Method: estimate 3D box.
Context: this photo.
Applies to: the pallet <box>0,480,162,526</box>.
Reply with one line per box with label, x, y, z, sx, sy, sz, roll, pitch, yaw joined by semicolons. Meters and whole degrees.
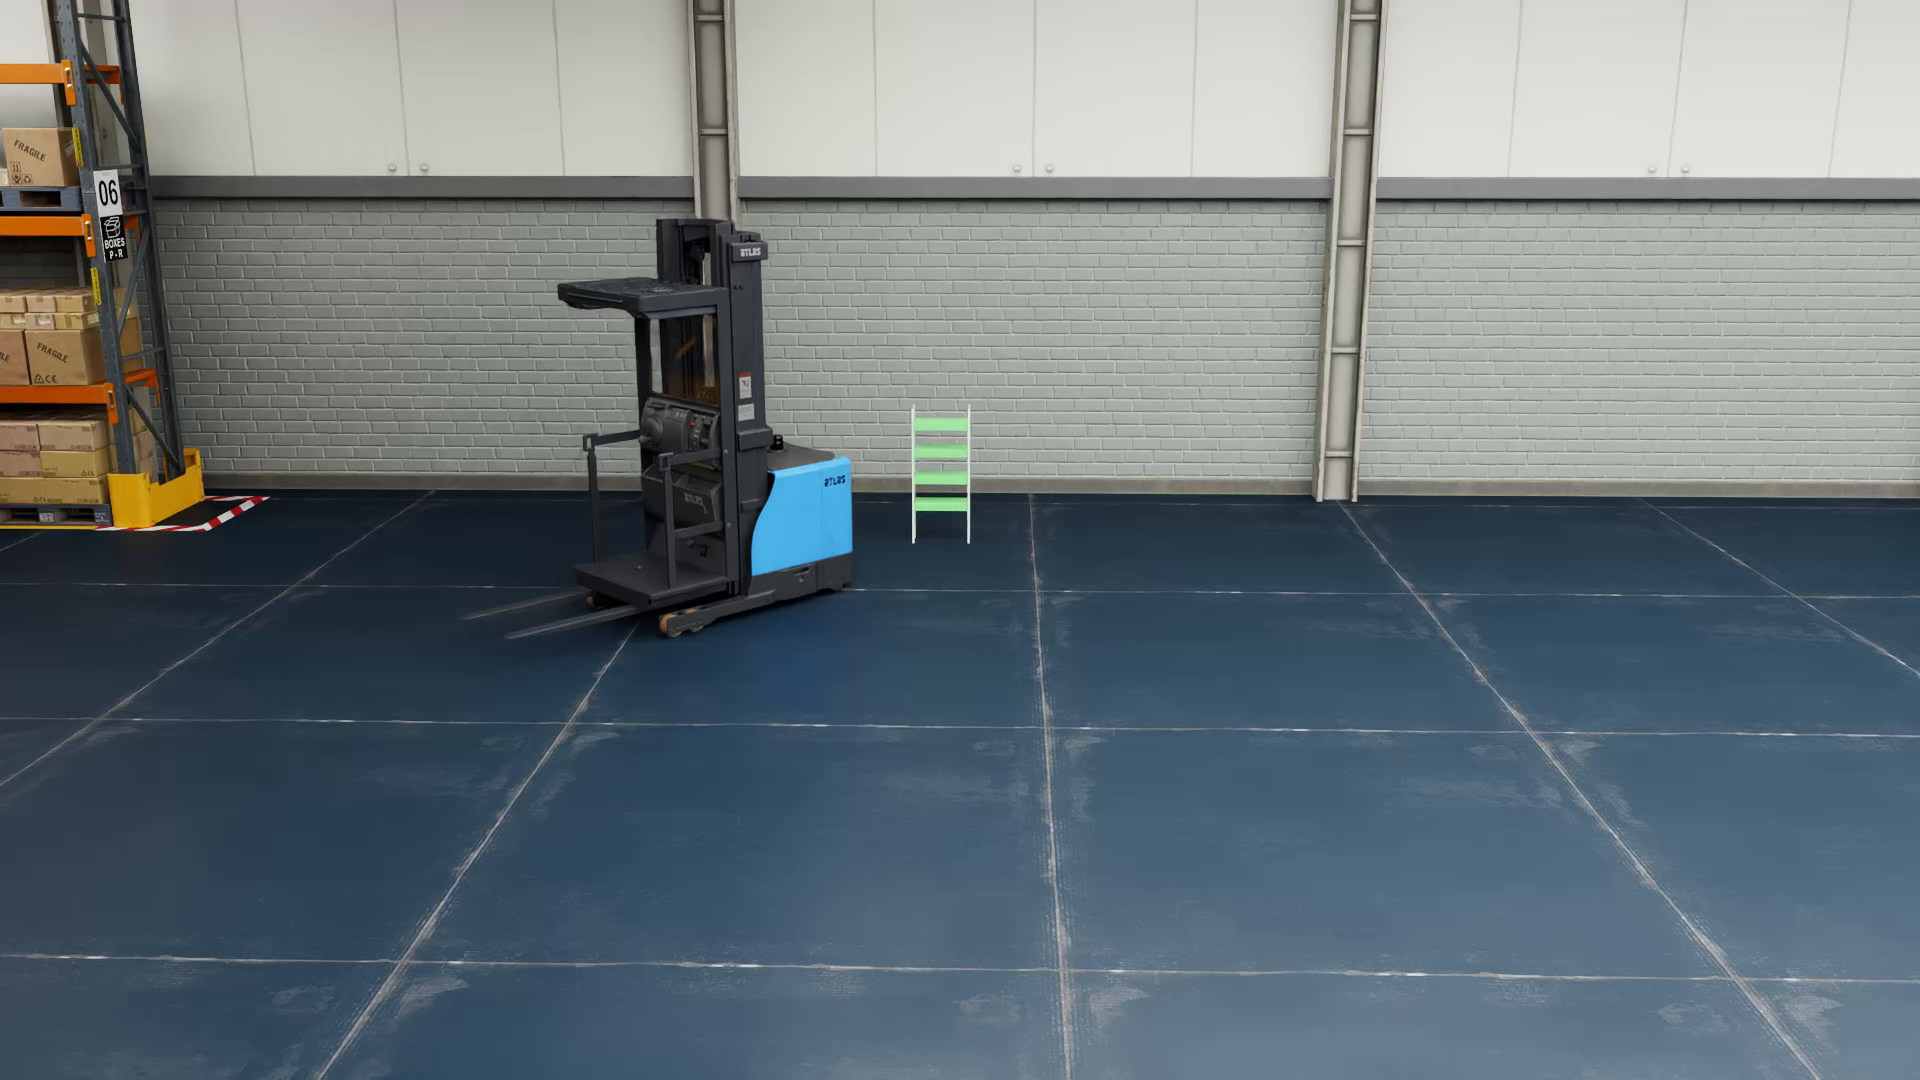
pallet;-8.396;-0.358;15.782;1.213;0.211;1.003;0;15;1

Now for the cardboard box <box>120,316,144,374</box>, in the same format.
cardboard box;-8.118;-1.834;15.715;0.500;0.500;0.500;1;15;3

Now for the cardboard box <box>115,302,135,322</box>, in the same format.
cardboard box;-7.963;-2.142;15.611;0.250;0.149;0.380;0;15;0

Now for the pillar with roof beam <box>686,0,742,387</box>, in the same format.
pillar with roof beam;-2.415;-3.710;11.261;0.400;9.000;9.100;0;15;1

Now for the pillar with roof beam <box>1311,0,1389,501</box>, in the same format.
pillar with roof beam;3.583;-3.671;11.113;0.400;9.000;9.100;0;15;1

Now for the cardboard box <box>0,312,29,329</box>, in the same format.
cardboard box;-8.498;-2.016;15.133;0.250;0.149;0.380;1;15;2

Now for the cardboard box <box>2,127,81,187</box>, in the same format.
cardboard box;-8.079;-3.402;14.761;0.500;0.500;0.500;1;15;3

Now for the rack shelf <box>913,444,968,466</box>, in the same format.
rack shelf;-0.165;-0.752;14.646;0.480;0.148;0.258;0;15;1

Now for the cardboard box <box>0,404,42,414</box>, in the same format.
cardboard box;-9.105;-1.128;15.843;0.500;0.250;0.500;0;15;1

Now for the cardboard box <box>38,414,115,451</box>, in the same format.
cardboard box;-8.099;-0.992;15.327;0.500;0.250;0.500;1;15;3

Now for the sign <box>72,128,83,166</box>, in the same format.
sign;-7.658;-3.414;14.438;0.005;0.325;0.100;0;15;1

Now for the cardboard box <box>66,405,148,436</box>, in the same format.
cardboard box;-8.106;-1.120;15.812;0.500;0.250;0.500;0;15;1

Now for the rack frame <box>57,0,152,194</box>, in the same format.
rack frame;-7.630;-4.612;14.682;0.127;3.000;1.000;0;15;1

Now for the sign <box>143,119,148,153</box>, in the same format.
sign;-7.610;-3.764;15.480;0.005;0.325;0.100;0;15;1

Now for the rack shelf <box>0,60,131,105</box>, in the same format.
rack shelf;-9.630;-4.084;14.874;4.000;0.370;1.077;0;15;1

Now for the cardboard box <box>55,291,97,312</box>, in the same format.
cardboard box;-7.994;-2.166;15.119;0.250;0.149;0.380;0;15;2

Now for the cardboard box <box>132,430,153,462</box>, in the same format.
cardboard box;-8.095;-0.883;15.893;0.500;0.250;0.500;1;15;2

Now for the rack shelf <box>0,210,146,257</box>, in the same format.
rack shelf;-9.630;-2.827;15.206;4.000;0.370;1.077;0;15;1

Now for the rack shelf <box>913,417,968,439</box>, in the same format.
rack shelf;-0.165;-0.984;14.585;0.480;0.148;0.258;0;15;1

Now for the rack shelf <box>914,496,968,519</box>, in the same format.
rack shelf;-0.165;-0.287;14.769;0.480;0.148;0.258;0;15;1

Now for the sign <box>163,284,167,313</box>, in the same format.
sign;-7.610;-2.310;15.863;0.005;0.325;0.100;0;15;1

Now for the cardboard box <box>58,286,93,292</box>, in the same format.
cardboard box;-8.225;-2.292;15.596;0.250;0.149;0.380;1;15;3

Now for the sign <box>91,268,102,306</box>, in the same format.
sign;-7.658;-2.248;14.745;0.005;0.325;0.100;0;15;1

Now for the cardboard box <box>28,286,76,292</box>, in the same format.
cardboard box;-8.486;-2.282;15.561;0.250;0.149;0.380;1;15;2

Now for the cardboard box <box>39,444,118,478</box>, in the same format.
cardboard box;-8.125;-0.750;15.391;0.500;0.250;0.500;0;15;1

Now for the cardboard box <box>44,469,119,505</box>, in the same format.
cardboard box;-8.108;-0.508;15.451;0.500;0.250;0.500;0;15;2

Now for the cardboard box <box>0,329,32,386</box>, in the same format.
cardboard box;-8.647;-1.702;15.215;0.500;0.500;0.500;1;15;3

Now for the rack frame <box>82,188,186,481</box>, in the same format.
rack frame;-7.630;-1.712;15.447;0.127;3.000;1.000;0;15;1

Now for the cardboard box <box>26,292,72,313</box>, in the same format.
cardboard box;-8.241;-2.160;15.095;0.250;0.149;0.380;0;15;2

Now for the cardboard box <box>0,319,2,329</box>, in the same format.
cardboard box;-8.746;-2.020;15.150;0.250;0.149;0.380;0;15;1

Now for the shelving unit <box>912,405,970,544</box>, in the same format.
shelving unit;-0.165;-0.581;14.691;0.503;1.200;0.258;0;15;1

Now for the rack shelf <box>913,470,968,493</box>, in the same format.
rack shelf;-0.165;-0.519;14.707;0.480;0.148;0.258;0;15;1

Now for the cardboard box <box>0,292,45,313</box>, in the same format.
cardboard box;-8.503;-2.154;15.075;0.250;0.149;0.380;1;15;3

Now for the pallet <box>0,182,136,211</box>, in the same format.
pallet;-8.336;-3.130;15.119;1.213;0.211;1.003;0;15;1

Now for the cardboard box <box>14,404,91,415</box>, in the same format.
cardboard box;-8.606;-1.122;15.821;0.500;0.250;0.500;0;15;2

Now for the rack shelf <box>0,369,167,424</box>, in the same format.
rack shelf;-9.630;-1.377;15.589;4.000;0.370;1.077;0;15;1

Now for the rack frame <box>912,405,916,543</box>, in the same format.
rack frame;-0.409;-0.583;14.697;0.015;1.200;0.240;0;15;1

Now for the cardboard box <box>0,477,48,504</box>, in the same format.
cardboard box;-8.605;-0.513;15.472;0.500;0.250;0.500;0;15;1

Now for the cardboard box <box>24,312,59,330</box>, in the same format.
cardboard box;-8.240;-1.998;15.067;0.250;0.149;0.380;1;15;2

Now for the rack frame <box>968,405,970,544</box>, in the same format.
rack frame;0.078;-0.580;14.685;0.015;1.200;0.240;0;15;1

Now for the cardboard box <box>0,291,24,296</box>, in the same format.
cardboard box;-8.750;-2.175;15.154;0.250;0.149;0.380;0;15;2

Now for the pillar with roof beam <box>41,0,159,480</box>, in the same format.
pillar with roof beam;-8.413;-3.749;11.409;0.400;9.000;9.100;0;15;1

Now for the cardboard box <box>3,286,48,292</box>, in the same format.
cardboard box;-8.733;-2.288;15.581;0.250;0.149;0.380;0;15;2

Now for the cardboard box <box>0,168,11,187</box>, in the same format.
cardboard box;-8.466;-3.220;14.757;0.250;0.149;0.380;0;15;0

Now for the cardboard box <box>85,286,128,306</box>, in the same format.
cardboard box;-7.961;-2.274;15.529;0.250;0.149;0.380;0;15;0

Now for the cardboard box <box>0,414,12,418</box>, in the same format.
cardboard box;-9.114;-0.995;15.337;0.500;0.250;0.500;1;15;2

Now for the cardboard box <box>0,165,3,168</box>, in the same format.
cardboard box;-8.720;-3.278;14.749;0.258;0.266;0.396;0;15;2

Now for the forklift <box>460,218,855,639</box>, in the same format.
forklift;-2.253;-0.857;12.341;3.031;2.935;1.130;-14;20;-42

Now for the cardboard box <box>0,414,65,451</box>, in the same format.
cardboard box;-8.609;-0.994;15.334;0.500;0.250;0.500;1;15;2

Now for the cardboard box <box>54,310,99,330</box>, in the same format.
cardboard box;-7.984;-2.004;15.090;0.250;0.149;0.380;1;15;2

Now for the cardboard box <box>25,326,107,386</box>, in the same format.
cardboard box;-8.129;-1.696;15.193;0.500;0.500;0.500;0;15;0

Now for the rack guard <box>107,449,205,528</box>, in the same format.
rack guard;-7.606;-0.503;15.766;0.348;0.500;1.175;0;15;1

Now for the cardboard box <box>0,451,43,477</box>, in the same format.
cardboard box;-8.626;-0.756;15.414;0.500;0.250;0.500;0;15;1

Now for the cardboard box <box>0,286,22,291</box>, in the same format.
cardboard box;-8.997;-2.283;15.564;0.250;0.149;0.380;1;15;3

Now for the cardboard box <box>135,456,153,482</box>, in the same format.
cardboard box;-8.116;-0.638;15.946;0.500;0.250;0.500;0;15;2

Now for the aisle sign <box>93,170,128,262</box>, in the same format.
aisle sign;-7.572;-2.893;14.830;0.004;0.787;0.394;0;15;1
